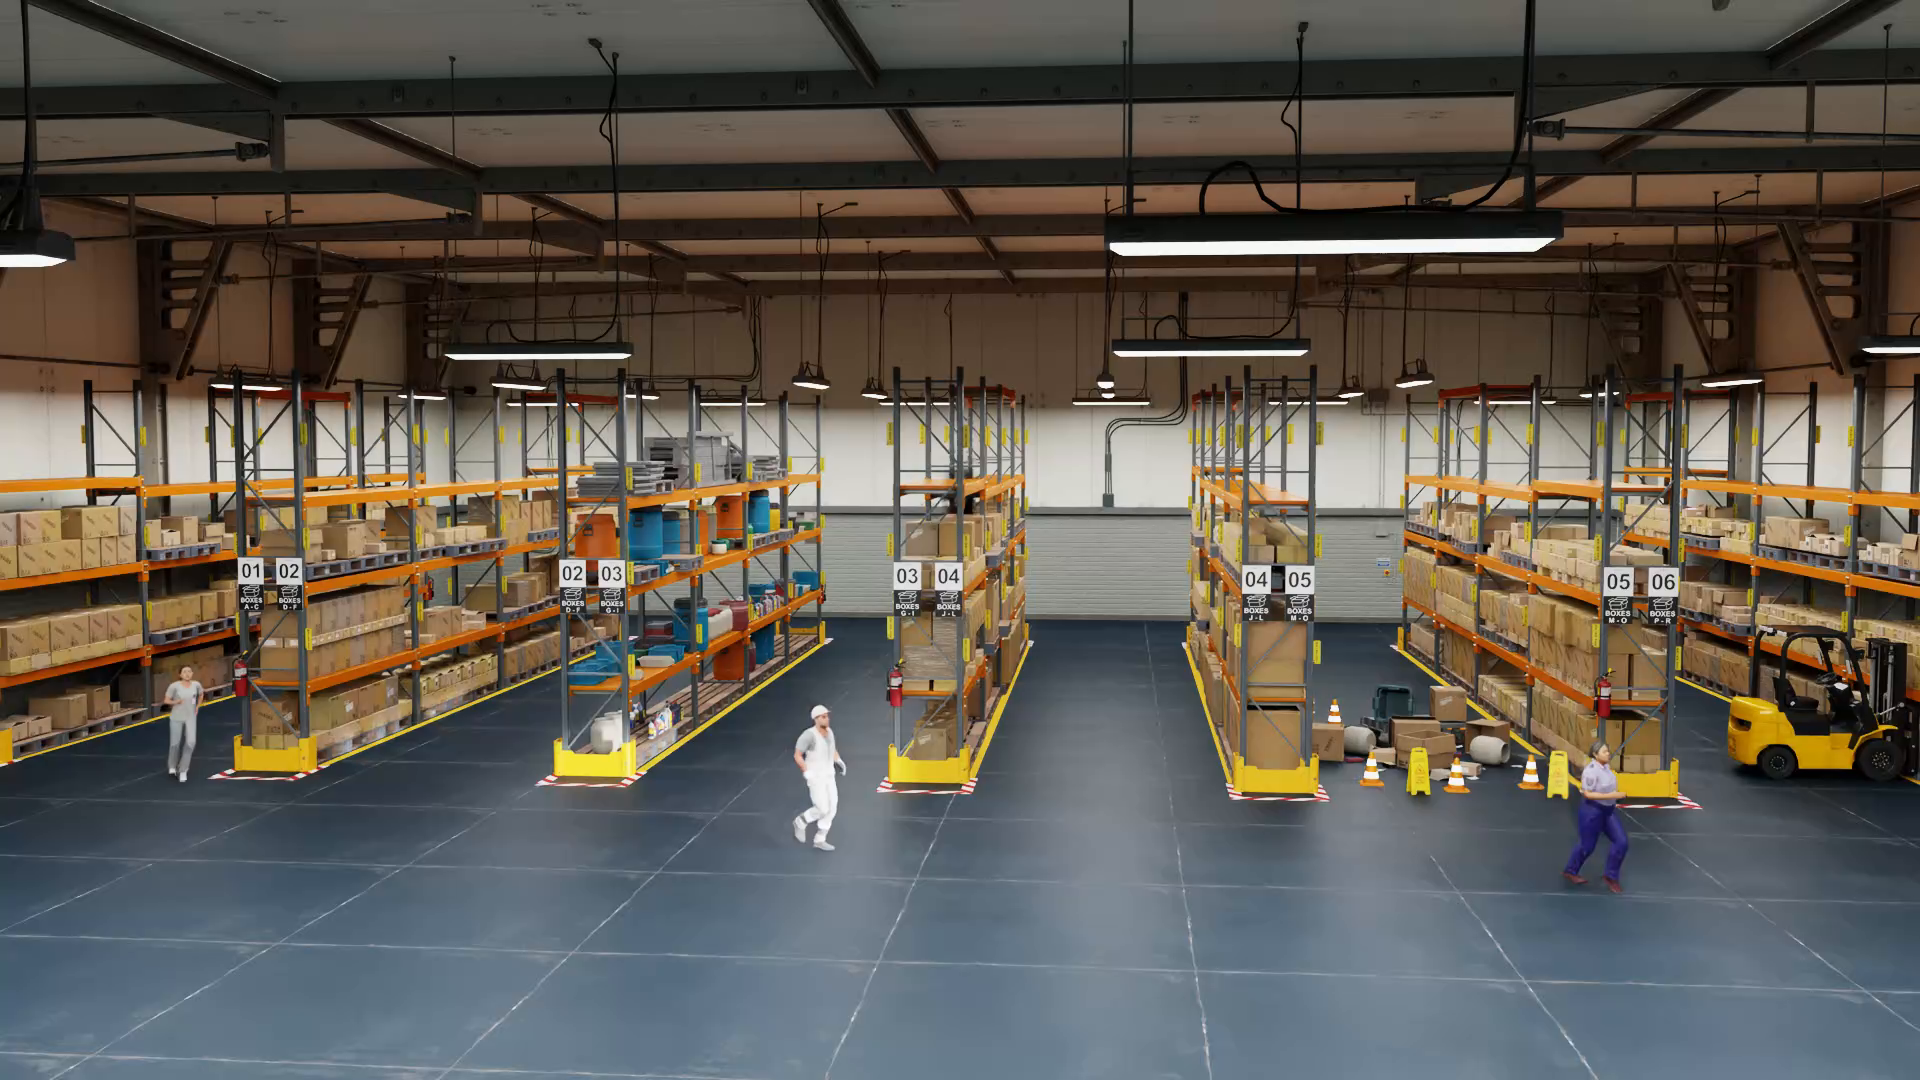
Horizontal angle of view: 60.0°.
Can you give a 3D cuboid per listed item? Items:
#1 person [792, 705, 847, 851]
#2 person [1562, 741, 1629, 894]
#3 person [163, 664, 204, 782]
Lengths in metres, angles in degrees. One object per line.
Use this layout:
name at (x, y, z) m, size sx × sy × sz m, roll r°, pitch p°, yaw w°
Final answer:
person at (-1.725, 2.875, 20.212) m, size 0.593 × 1.756 × 0.678 m, roll 3°, pitch 4°, yaw 36°
person at (7.010, 3.058, 18.301) m, size 0.583 × 1.707 × 0.746 m, roll -3°, pitch 4°, yaw -37°
person at (-11.350, 2.668, 24.350) m, size 0.567 × 1.720 × 0.728 m, roll -2°, pitch 4°, yaw -32°
